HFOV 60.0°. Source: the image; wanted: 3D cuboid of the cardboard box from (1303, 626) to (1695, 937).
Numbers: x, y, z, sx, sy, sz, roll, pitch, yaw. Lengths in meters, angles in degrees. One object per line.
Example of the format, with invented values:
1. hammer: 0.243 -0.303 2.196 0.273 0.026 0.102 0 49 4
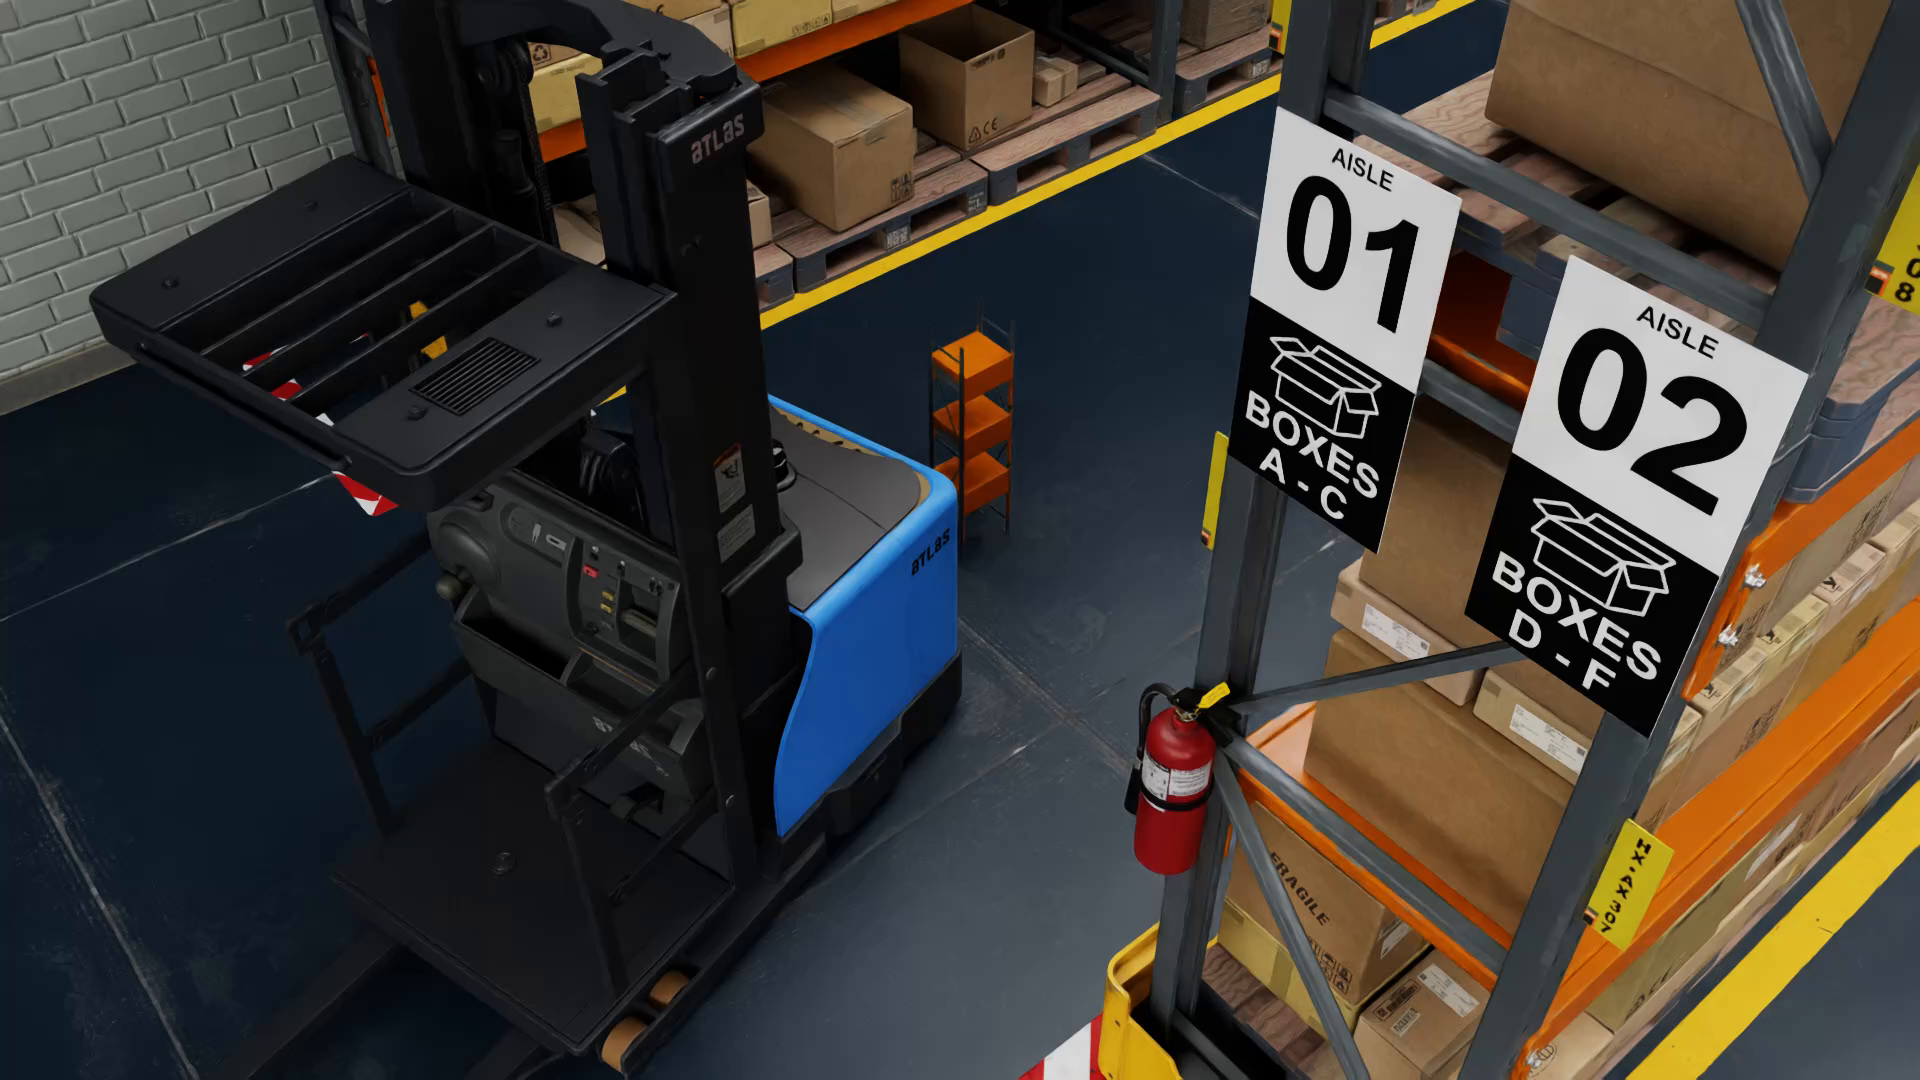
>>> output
1. cardboard box: 1.283 0.476 3.979 0.500 0.500 0.700 -30 51 -28

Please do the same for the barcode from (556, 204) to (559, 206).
1. barcode: -1.918 -1.547 7.842 0.075 0.075 0.001 -30 51 -28

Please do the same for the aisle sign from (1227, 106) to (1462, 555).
1. aisle sign: 0.678 -0.362 3.046 0.004 0.787 0.394 -30 51 -28

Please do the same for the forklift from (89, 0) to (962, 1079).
1. forklift: -1.246 0.160 4.438 1.130 2.935 3.031 25 49 25

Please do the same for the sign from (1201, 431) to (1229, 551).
1. sign: 0.579 -0.089 3.634 0.005 0.325 0.100 -30 51 -28

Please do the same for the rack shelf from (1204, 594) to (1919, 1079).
1. rack shelf: 2.451 0.095 4.984 4.000 0.370 1.077 -30 51 -28

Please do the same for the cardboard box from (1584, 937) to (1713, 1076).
1. cardboard box: 1.852 1.220 4.962 0.500 0.250 0.500 -30 51 -28

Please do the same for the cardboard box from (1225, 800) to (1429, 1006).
1. cardboard box: 1.137 0.895 4.760 0.500 0.500 0.500 -30 51 -28

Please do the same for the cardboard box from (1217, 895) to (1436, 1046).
1. cardboard box: 1.139 1.169 5.016 0.500 0.250 0.500 -30 51 -28

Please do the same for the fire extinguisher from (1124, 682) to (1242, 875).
1. fire extinguisher: 0.528 0.547 4.033 0.183 0.674 0.296 -30 51 -28

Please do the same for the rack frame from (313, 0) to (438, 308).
1. rack frame: -2.264 -1.889 6.570 0.127 3.000 1.000 -30 51 -28

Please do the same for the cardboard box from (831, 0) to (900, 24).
1. cardboard box: -0.513 -2.566 7.386 0.500 0.250 0.500 -29 51 -28

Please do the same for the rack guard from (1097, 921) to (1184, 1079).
1. rack guard: 0.899 1.633 4.647 0.348 0.500 1.175 -30 51 -28

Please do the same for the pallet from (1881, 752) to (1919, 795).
1. pallet: 3.348 0.298 6.279 1.213 0.211 1.003 -30 51 -28

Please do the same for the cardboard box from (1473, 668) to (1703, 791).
1. cardboard box: 1.356 0.379 3.609 0.250 0.149 0.380 -30 51 -28

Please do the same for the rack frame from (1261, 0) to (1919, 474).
1. rack frame: 0.917 -1.476 1.748 0.127 3.000 1.000 -30 51 -28

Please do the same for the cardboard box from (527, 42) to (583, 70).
1. cardboard box: -1.705 -2.167 6.413 0.500 0.500 0.500 -30 51 -28

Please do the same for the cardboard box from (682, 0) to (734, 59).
1. cardboard box: -1.297 -2.125 6.916 0.500 0.250 0.500 -31 52 -29

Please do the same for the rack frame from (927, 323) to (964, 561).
1. rack frame: -0.053 -0.353 6.359 0.008 1.050 0.200 -30 51 -28

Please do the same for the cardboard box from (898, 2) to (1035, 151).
1. cardboard box: 0.034 -2.418 8.638 0.500 0.500 0.500 -34 53 -31

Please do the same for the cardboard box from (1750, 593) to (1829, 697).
1. cardboard box: 1.749 0.152 3.850 0.250 0.149 0.380 -30 51 -28

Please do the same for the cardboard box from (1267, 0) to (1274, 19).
1. cardboard box: 1.722 -3.480 9.769 0.500 0.500 0.700 -31 51 -29

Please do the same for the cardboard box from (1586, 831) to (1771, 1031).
1. cardboard box: 1.853 0.947 4.704 0.500 0.500 0.500 -30 51 -28

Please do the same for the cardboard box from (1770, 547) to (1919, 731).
1. cardboard box: 2.068 0.028 4.456 0.500 0.500 0.700 -29 51 -28

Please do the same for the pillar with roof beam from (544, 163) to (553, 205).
1. pillar with roof beam: 0.480 -2.577 2.920 0.400 9.000 9.100 -30 51 -28

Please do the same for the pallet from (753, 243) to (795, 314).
1. pallet: -1.560 -1.244 7.920 1.213 0.211 1.003 -30 51 -28

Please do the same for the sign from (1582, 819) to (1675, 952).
1. sign: 1.268 0.661 3.165 0.005 0.325 0.100 -30 51 -28

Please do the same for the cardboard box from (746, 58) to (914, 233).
1. cardboard box: -0.644 -1.941 8.130 0.500 0.500 0.700 -33 52 -30

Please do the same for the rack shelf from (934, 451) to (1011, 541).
1. rack shelf: 0.041 -0.196 6.613 0.240 0.259 0.215 -30 51 -28

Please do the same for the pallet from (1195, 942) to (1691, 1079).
1. pallet: 1.477 1.369 5.138 1.213 0.211 1.003 -30 51 -28

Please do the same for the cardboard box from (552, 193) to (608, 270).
1. cardboard box: -1.676 -1.326 7.613 0.500 0.311 0.500 33 52 30

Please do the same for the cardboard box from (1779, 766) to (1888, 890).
1. cardboard box: 2.623 0.783 5.427 0.500 0.250 0.500 -30 51 -28

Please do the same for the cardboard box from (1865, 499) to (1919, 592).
1. cardboard box: 2.147 -0.076 4.093 0.250 0.149 0.380 -32 52 -29

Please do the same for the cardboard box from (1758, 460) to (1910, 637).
1. cardboard box: 1.724 -0.254 3.809 0.500 0.500 0.700 -31 51 -29

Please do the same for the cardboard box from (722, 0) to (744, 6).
1. cardboard box: -0.919 -2.602 6.877 0.500 0.500 0.500 -31 52 -29

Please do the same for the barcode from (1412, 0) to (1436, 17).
1. barcode: 0.839 -0.980 2.987 0.075 0.075 0.001 -30 51 -28

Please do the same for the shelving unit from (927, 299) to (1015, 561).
1. shelving unit: 0.041 -0.406 6.416 0.252 1.050 0.215 -30 51 -28

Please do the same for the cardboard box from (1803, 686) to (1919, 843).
1. cardboard box: 2.623 0.511 5.169 0.500 0.500 0.500 -30 51 -28

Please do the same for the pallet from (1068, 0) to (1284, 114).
1. pallet: 1.400 -2.972 9.760 1.213 0.211 1.003 -30 51 -28
